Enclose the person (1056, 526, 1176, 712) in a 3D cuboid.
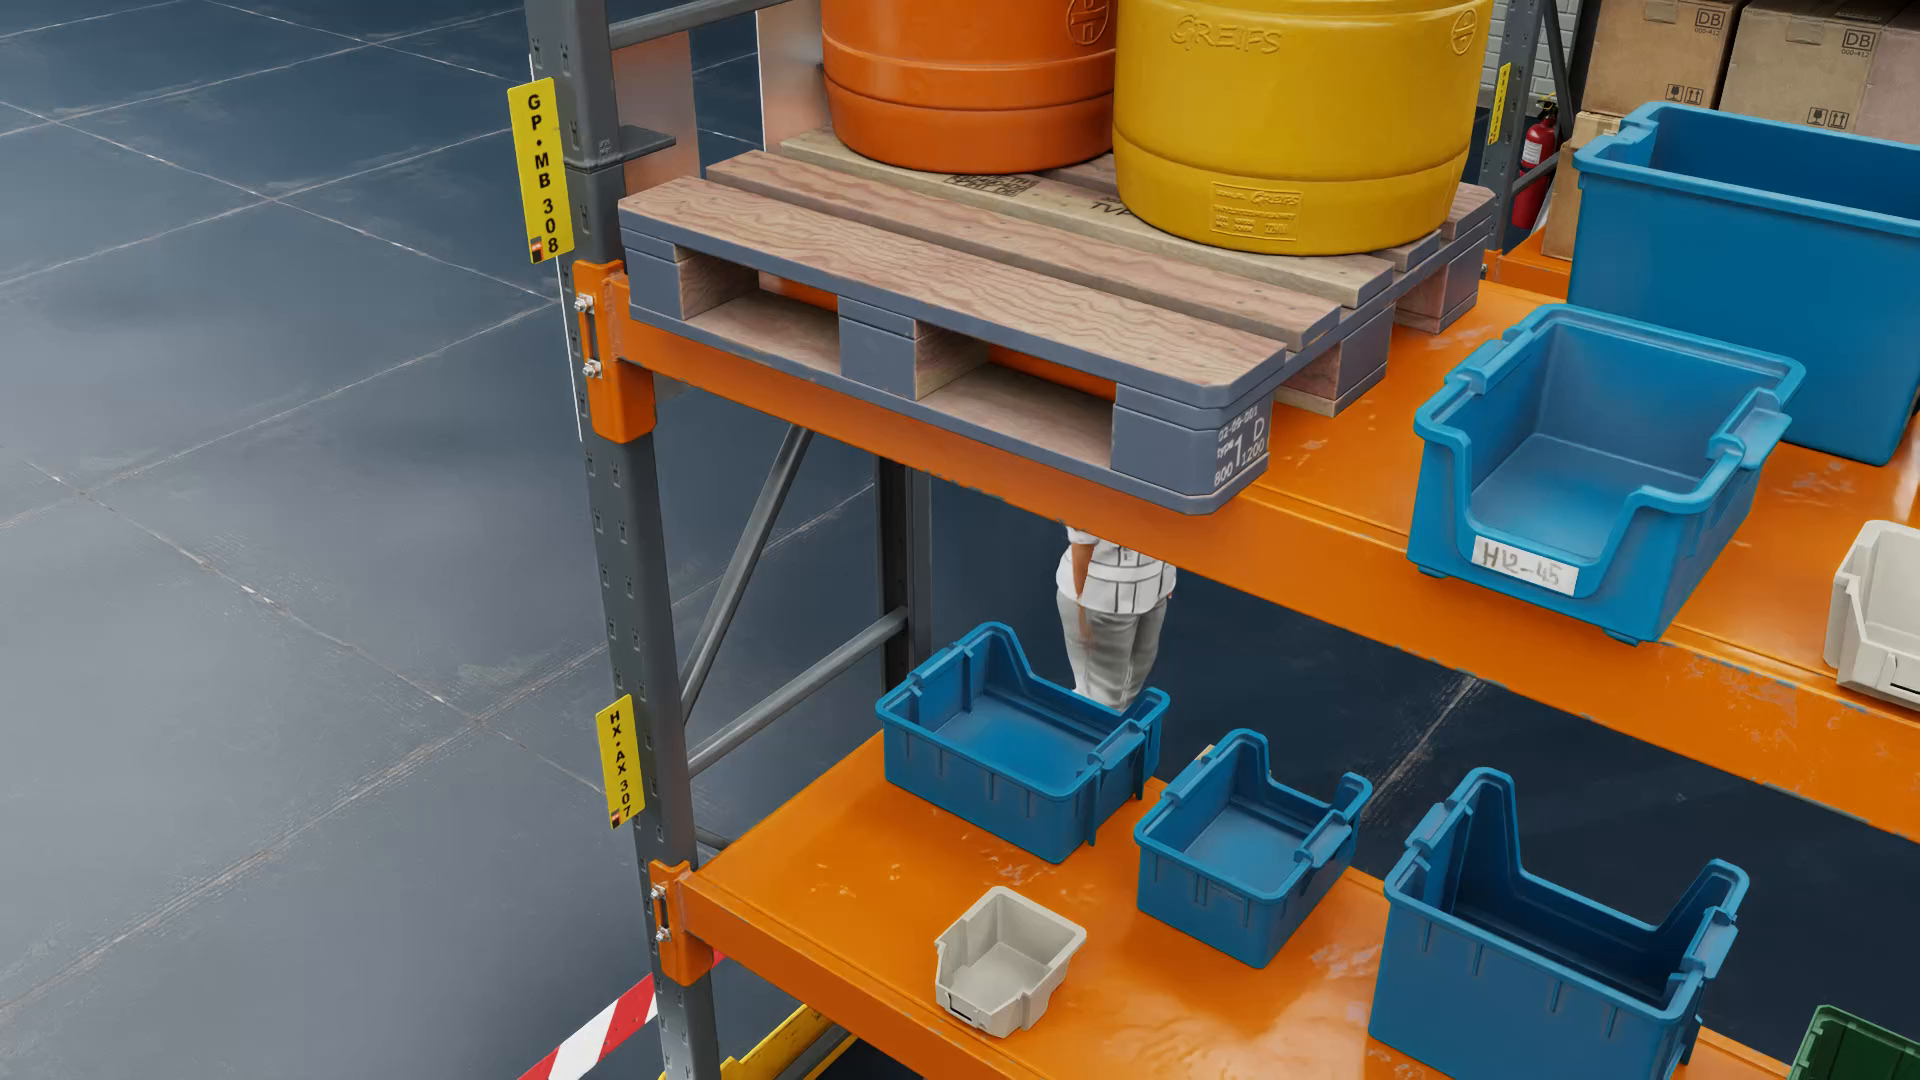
[{"bbox_3d":[0.564,0.207,5.844,0.389,1.715,0.468,22,38,32],"label":"person"}]
